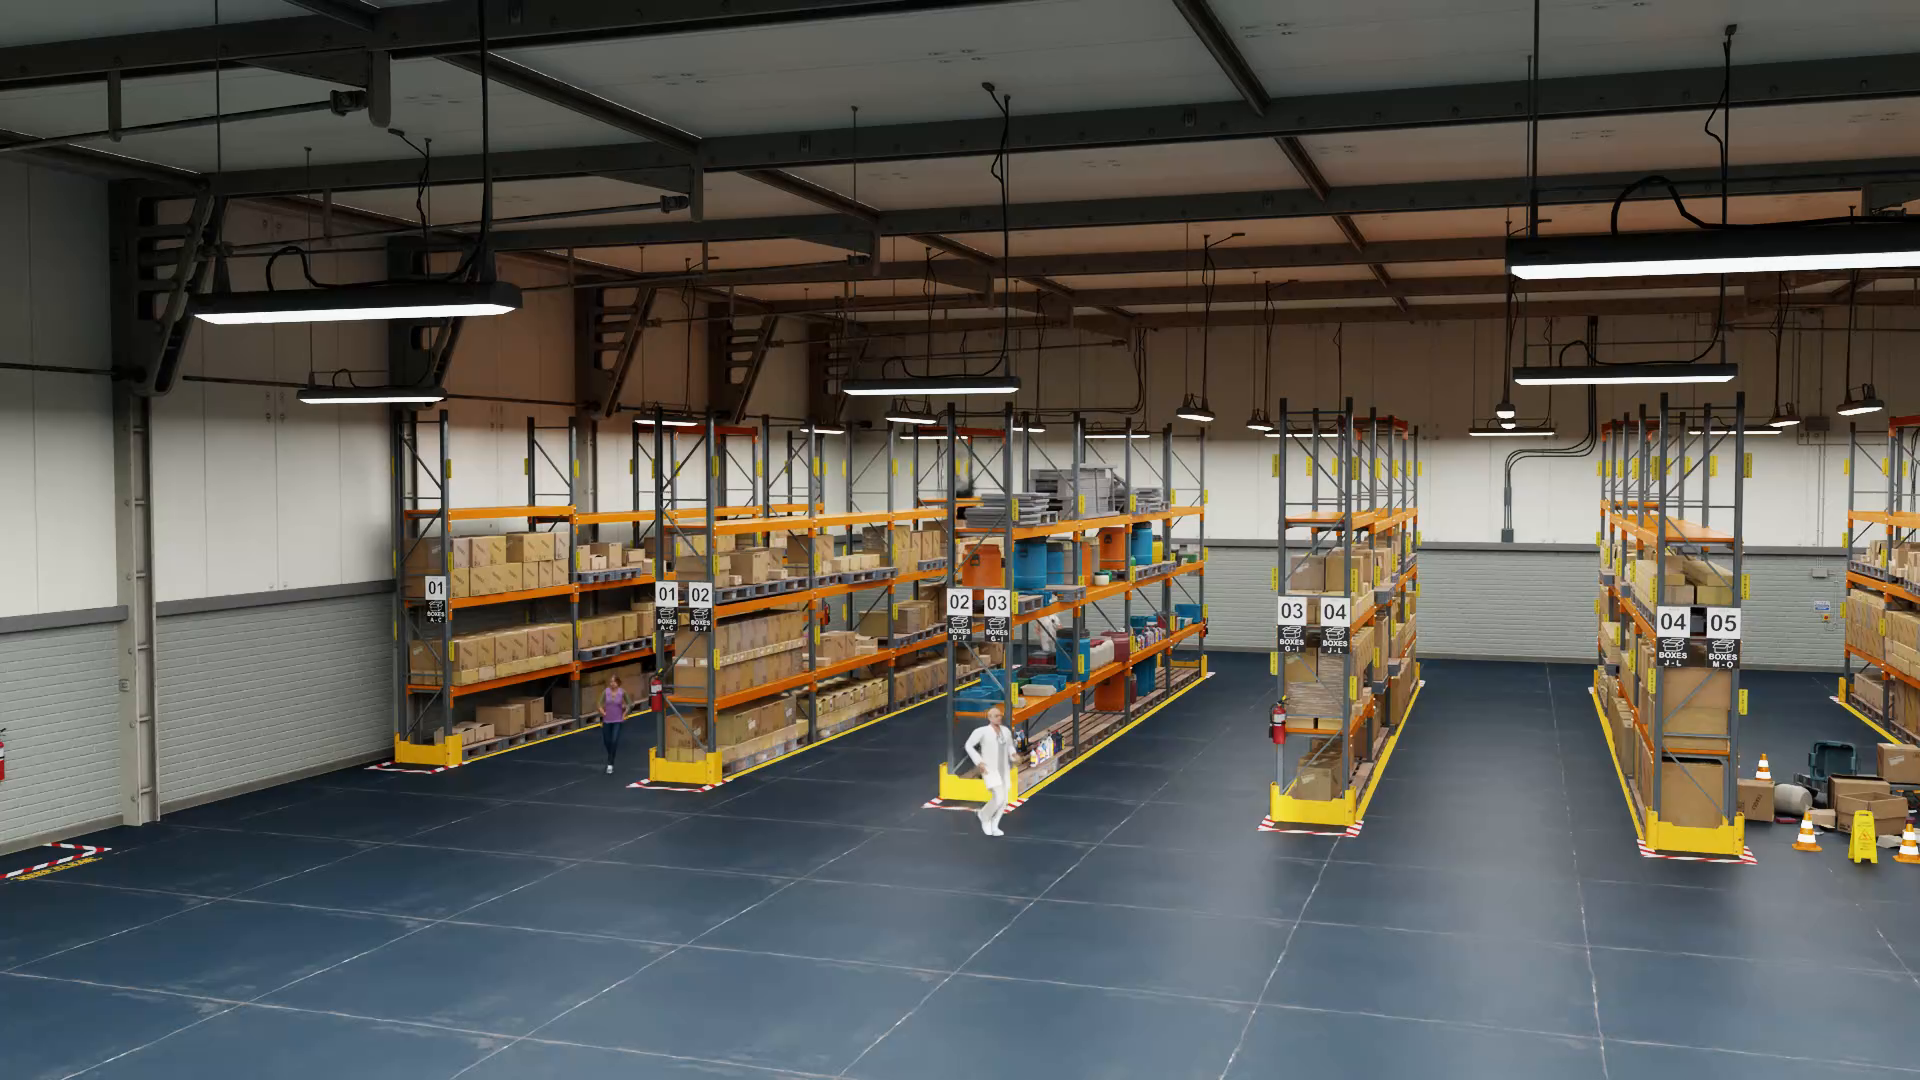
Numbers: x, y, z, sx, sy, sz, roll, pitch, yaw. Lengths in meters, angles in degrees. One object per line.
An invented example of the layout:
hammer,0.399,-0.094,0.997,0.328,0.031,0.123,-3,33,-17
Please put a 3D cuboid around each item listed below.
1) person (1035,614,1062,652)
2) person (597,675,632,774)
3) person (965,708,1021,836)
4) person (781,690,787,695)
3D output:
person,2.138,2.413,40.216,0.678,1.770,0.767,0,2,6
person,-5.751,3.033,27.669,0.550,1.596,0.763,0,2,-1
person,0.510,3.159,22.587,0.719,1.737,0.622,-2,3,-36
person,-3.757,2.617,34.990,0.681,1.824,0.830,1,3,15
